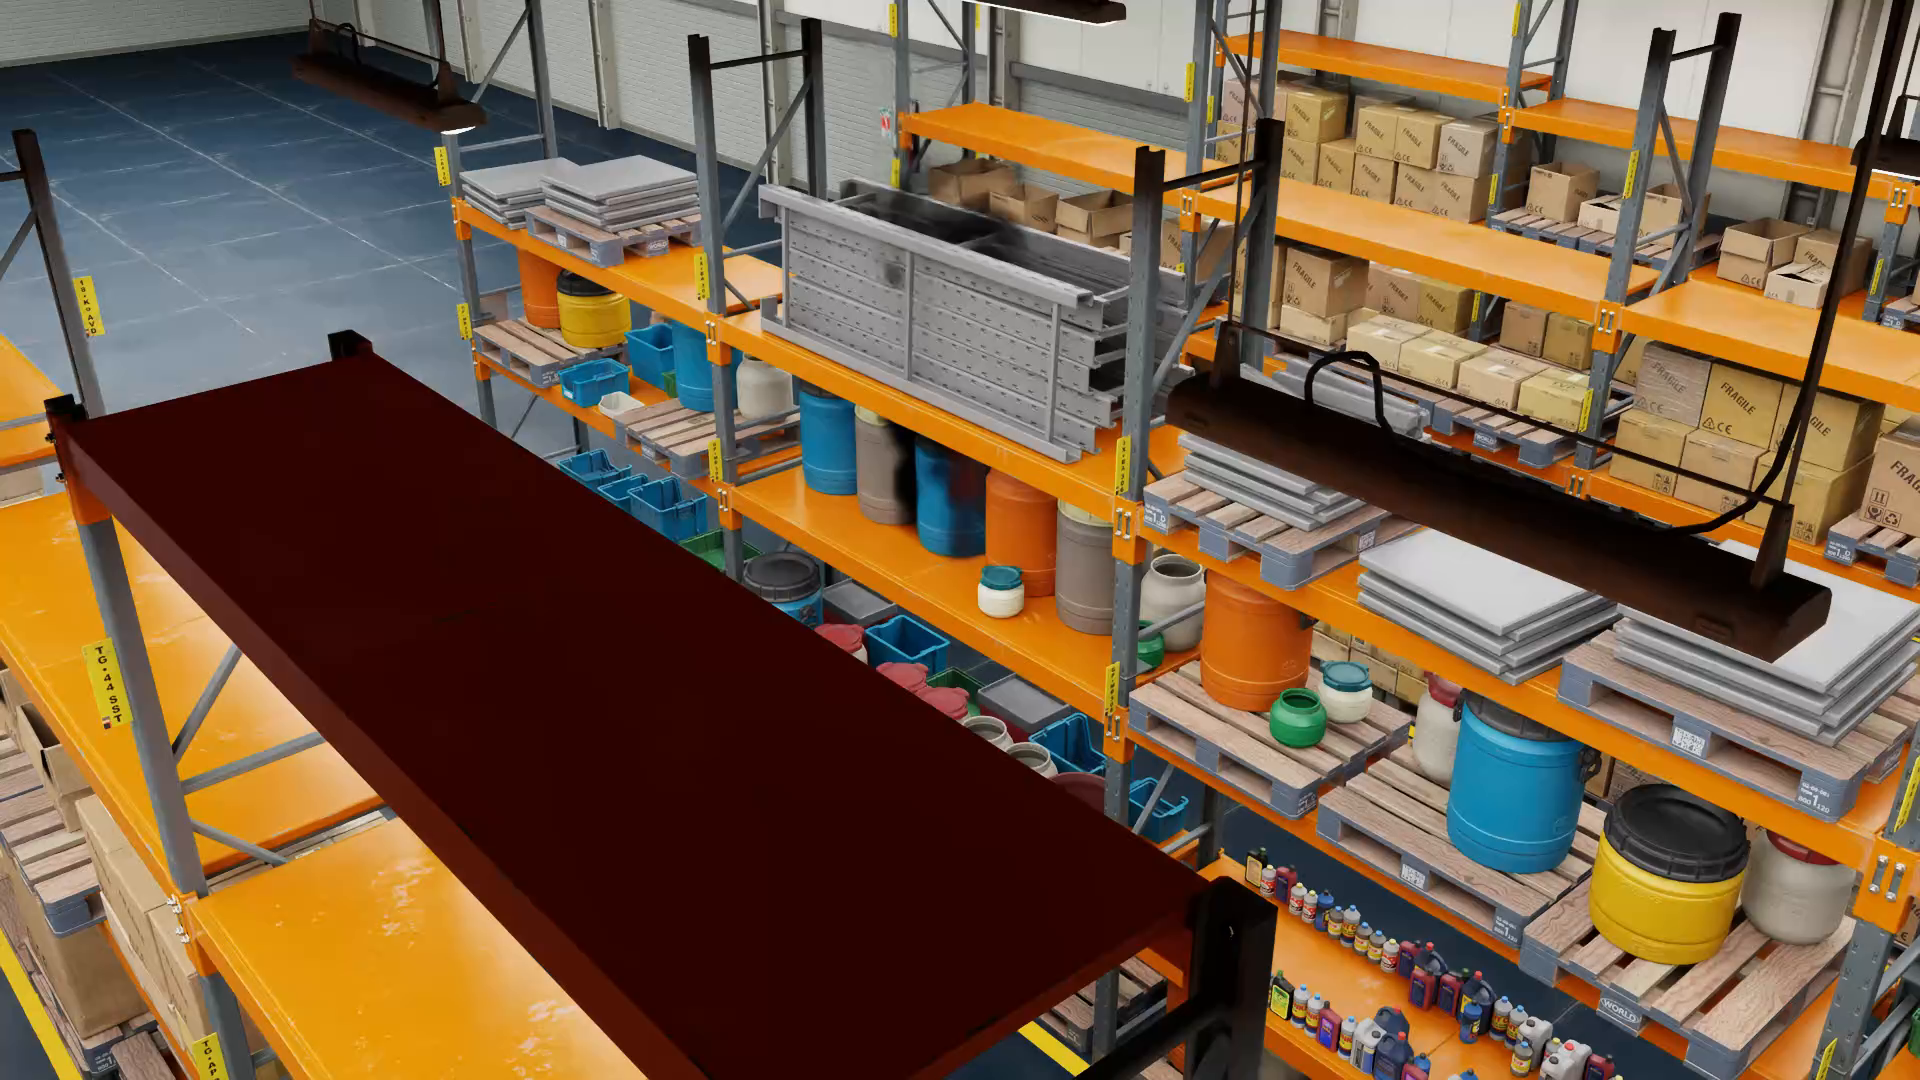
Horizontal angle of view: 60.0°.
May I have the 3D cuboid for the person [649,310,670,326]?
[{"bbox_3d":[-3.462,-1.852,19.387,0.630,1.647,0.687,-10,29,-19],"label":"person"}]
